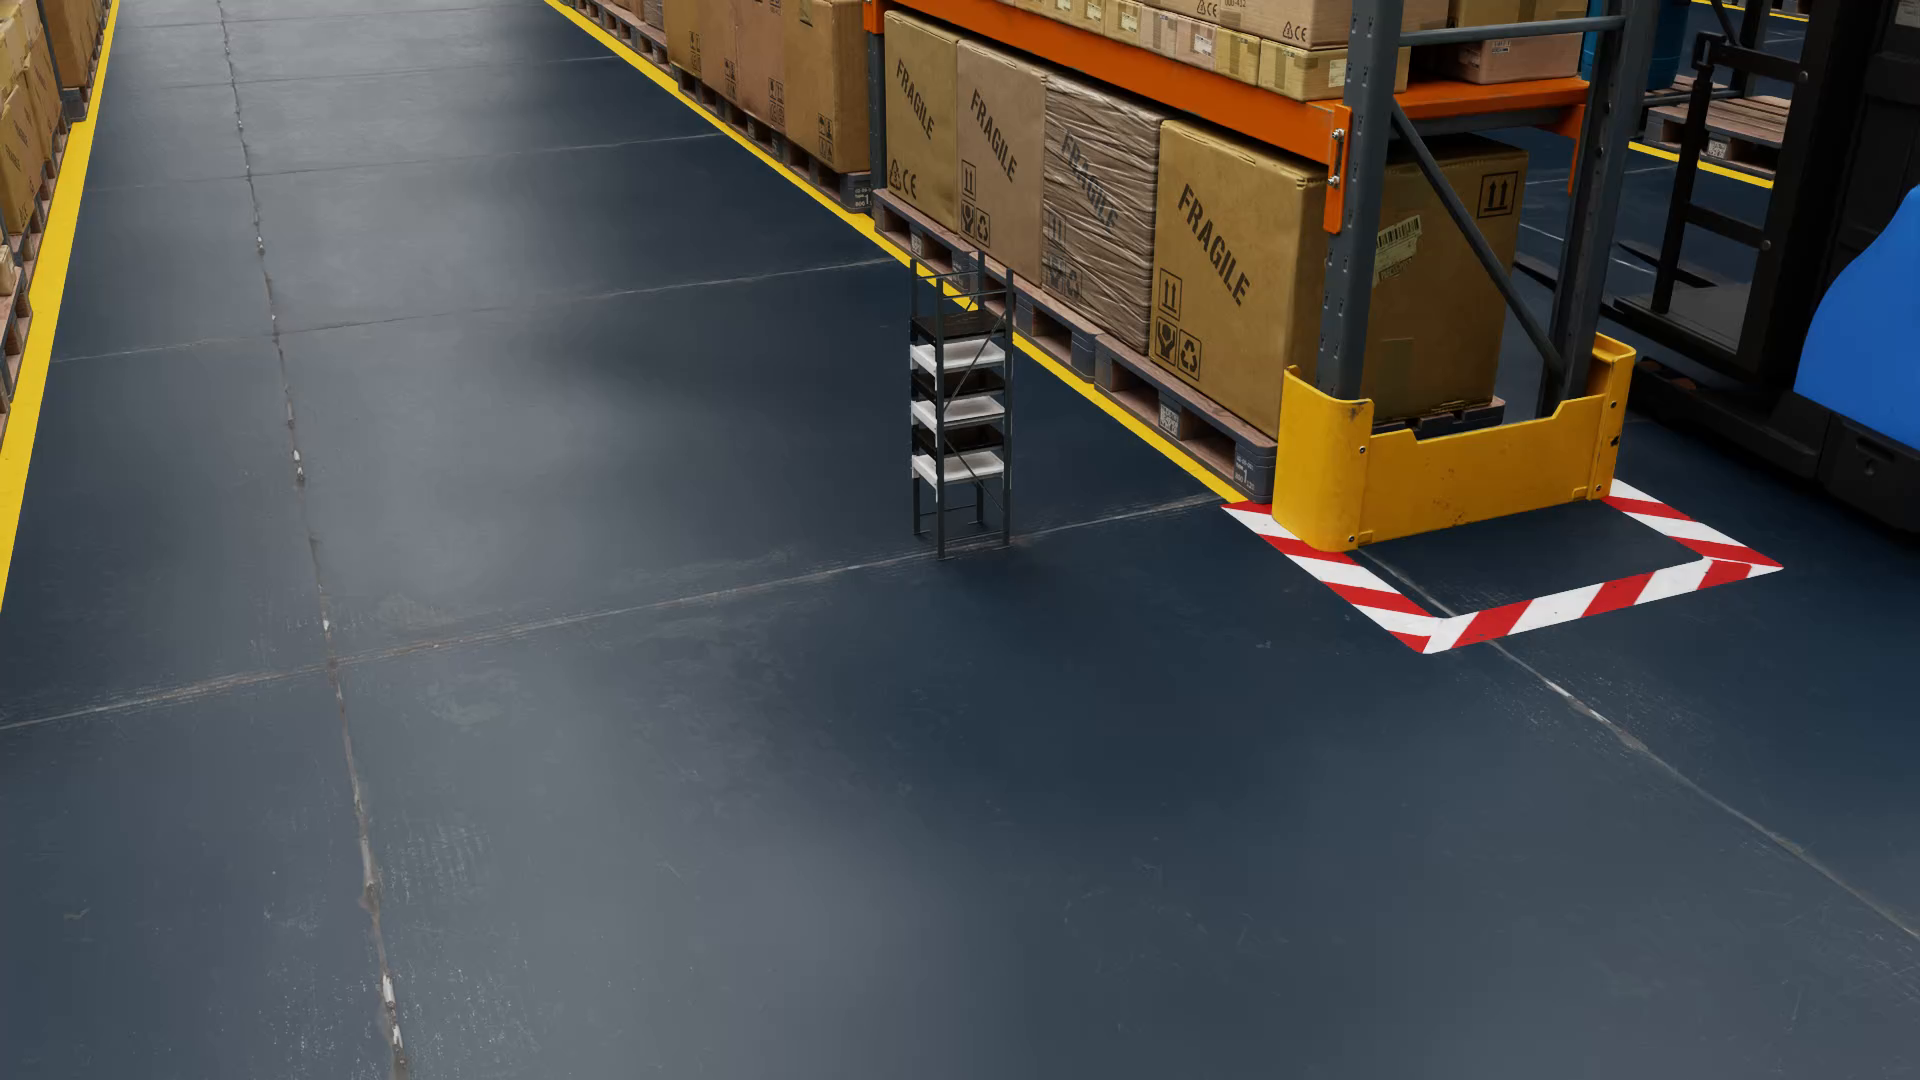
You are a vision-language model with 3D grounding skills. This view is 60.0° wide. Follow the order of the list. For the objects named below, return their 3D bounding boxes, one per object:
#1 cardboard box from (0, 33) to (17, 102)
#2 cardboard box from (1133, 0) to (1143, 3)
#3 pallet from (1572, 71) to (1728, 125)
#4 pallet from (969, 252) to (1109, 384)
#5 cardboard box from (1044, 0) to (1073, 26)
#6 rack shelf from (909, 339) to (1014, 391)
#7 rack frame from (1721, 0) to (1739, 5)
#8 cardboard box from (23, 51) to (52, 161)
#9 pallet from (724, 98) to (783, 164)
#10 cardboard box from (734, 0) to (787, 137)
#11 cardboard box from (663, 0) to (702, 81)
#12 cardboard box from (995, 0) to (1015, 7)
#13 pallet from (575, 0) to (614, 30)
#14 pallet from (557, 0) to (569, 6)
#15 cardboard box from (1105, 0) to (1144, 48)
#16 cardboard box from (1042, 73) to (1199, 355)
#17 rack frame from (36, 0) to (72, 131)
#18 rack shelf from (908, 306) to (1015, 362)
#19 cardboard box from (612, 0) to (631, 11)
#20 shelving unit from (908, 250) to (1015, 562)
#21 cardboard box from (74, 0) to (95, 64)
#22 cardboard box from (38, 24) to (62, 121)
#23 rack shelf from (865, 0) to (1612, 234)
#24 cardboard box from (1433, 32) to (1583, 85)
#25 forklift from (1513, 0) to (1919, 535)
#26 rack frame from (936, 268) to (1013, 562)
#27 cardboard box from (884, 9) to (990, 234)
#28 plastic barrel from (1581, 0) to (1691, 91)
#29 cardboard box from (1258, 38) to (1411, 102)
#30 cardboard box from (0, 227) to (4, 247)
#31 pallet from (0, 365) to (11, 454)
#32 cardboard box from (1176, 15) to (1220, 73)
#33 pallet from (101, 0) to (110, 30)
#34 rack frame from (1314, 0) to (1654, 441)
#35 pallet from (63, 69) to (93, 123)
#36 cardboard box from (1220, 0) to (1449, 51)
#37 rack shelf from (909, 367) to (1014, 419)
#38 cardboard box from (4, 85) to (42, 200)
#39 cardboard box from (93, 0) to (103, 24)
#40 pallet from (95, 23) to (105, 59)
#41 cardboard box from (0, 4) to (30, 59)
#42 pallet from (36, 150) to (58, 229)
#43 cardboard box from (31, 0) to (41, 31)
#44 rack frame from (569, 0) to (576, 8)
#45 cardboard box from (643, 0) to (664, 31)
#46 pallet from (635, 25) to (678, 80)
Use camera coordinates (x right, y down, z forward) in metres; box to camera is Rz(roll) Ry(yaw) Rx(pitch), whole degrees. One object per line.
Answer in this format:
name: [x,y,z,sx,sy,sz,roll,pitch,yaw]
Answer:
cardboard box: [-4.840,-2.242,7.939,0.500,0.250,0.500,-10,28,-19]
cardboard box: [0.756,-2.105,5.974,0.500,0.250,0.500,-12,28,-22]
pallet: [4.314,-3.010,11.174,1.003,0.211,1.213,-11,28,-21]
pallet: [0.728,-1.026,7.111,1.003,0.211,1.213,-11,28,-21]
cardboard box: [0.546,-2.070,6.357,0.380,0.149,0.250,-10,28,-20]
rack shelf: [0.003,-0.533,4.981,0.258,0.077,0.200,-11,28,-21]
rack frame: [7.571,-6.408,14.957,1.000,3.000,0.127,-11,28,-21]
cardboard box: [-5.229,-2.320,8.954,0.500,0.500,0.500,-12,28,-23]
pallet: [-0.832,-2.632,10.400,1.003,0.211,1.213,-11,28,-21]
cardboard box: [-0.599,-2.943,9.801,1.225,0.875,0.875,-12,28,-22]
cardboard box: [-1.295,-3.660,11.270,1.225,0.875,0.875,-12,28,-23]
cardboard box: [0.339,-2.280,6.788,0.380,0.149,0.250,-10,28,-20]
pallet: [-2.806,-4.756,14.749,1.003,0.211,1.213,-11,28,-21]
pallet: [-3.408,-5.335,15.936,1.003,0.211,1.213,-11,28,-21]
cardboard box: [0.743,-1.865,5.936,0.380,0.149,0.250,-11,28,-22]
cardboard box: [0.907,-1.324,6.486,0.875,0.875,0.875,-11,28,-21]
rack frame: [-6.149,-3.896,9.812,1.000,3.000,0.127,-11,28,-21]
rack shelf: [0.003,-0.614,4.942,0.258,0.077,0.200,-11,28,-21]
cardboard box: [-2.503,-4.724,13.854,0.700,0.500,0.500,-13,29,-25]
shelving unit: [0.003,-0.401,5.046,0.258,0.900,0.210,-11,28,-21]
cardboard box: [-6.650,-3.688,11.470,1.050,0.750,0.750,-10,28,-20]
cardboard box: [-5.651,-2.741,9.816,0.500,0.500,0.500,-11,28,-21]
rack shelf: [0.804,-1.962,6.670,1.077,0.370,4.000,-11,28,-21]
cardboard box: [1.752,-1.565,5.324,0.380,0.149,0.250,-10,28,-20]
forklift: [3.140,-1.790,5.575,1.130,2.935,3.031,-8,27,-15]
rack frame: [0.043,-0.360,4.962,0.240,0.900,0.006,-11,28,-21]
cardboard box: [0.206,-2.047,7.966,0.875,0.875,0.875,-11,28,-21]
plastic barrel: [4.381,-3.412,10.733,0.600,0.901,0.708,-11,28,-21]
cardboard box: [1.145,-1.453,5.093,0.380,0.149,0.250,-10,28,-20]
cardboard box: [-4.167,-1.250,6.824,0.380,0.149,0.250,-10,28,-20]
pallet: [-3.805,-0.270,5.563,1.003,0.211,1.213,-11,28,-21]
cardboard box: [0.944,-1.659,5.516,0.380,0.149,0.250,-11,28,-20]
pallet: [-7.941,-4.579,14.387,1.003,0.211,1.213,-11,28,-21]
rack frame: [1.587,-1.478,4.859,1.000,3.000,0.127,-11,28,-21]
pallet: [-6.388,-2.975,11.102,1.003,0.211,1.213,-11,28,-21]
cardboard box: [1.153,-1.695,5.134,0.500,0.250,0.500,-11,28,-21]
rack shelf: [0.003,-0.452,5.021,0.258,0.077,0.200,-11,28,-21]
cardboard box: [-4.837,-1.904,8.102,0.500,0.500,0.500,-9,28,-18]
cardboard box: [-7.390,-4.454,13.039,1.050,0.750,0.750,-11,28,-21]
pallet: [-7.344,-3.960,13.119,1.003,0.211,1.213,-11,28,-21]
cardboard box: [-5.248,-2.658,8.791,0.500,0.250,0.500,-10,28,-19]
pallet: [-5.370,-1.836,8.770,1.003,0.211,1.213,-11,28,-21]
cardboard box: [-5.640,-3.068,9.630,0.500,0.250,0.500,-11,28,-22]
rack frame: [-3.112,-6.323,14.781,1.000,3.000,0.127,-11,28,-21]
cardboard box: [-2.055,-4.271,12.927,0.700,0.500,0.500,-13,29,-25]
pallet: [-1.850,-3.771,12.732,1.003,0.211,1.213,-11,28,-21]
